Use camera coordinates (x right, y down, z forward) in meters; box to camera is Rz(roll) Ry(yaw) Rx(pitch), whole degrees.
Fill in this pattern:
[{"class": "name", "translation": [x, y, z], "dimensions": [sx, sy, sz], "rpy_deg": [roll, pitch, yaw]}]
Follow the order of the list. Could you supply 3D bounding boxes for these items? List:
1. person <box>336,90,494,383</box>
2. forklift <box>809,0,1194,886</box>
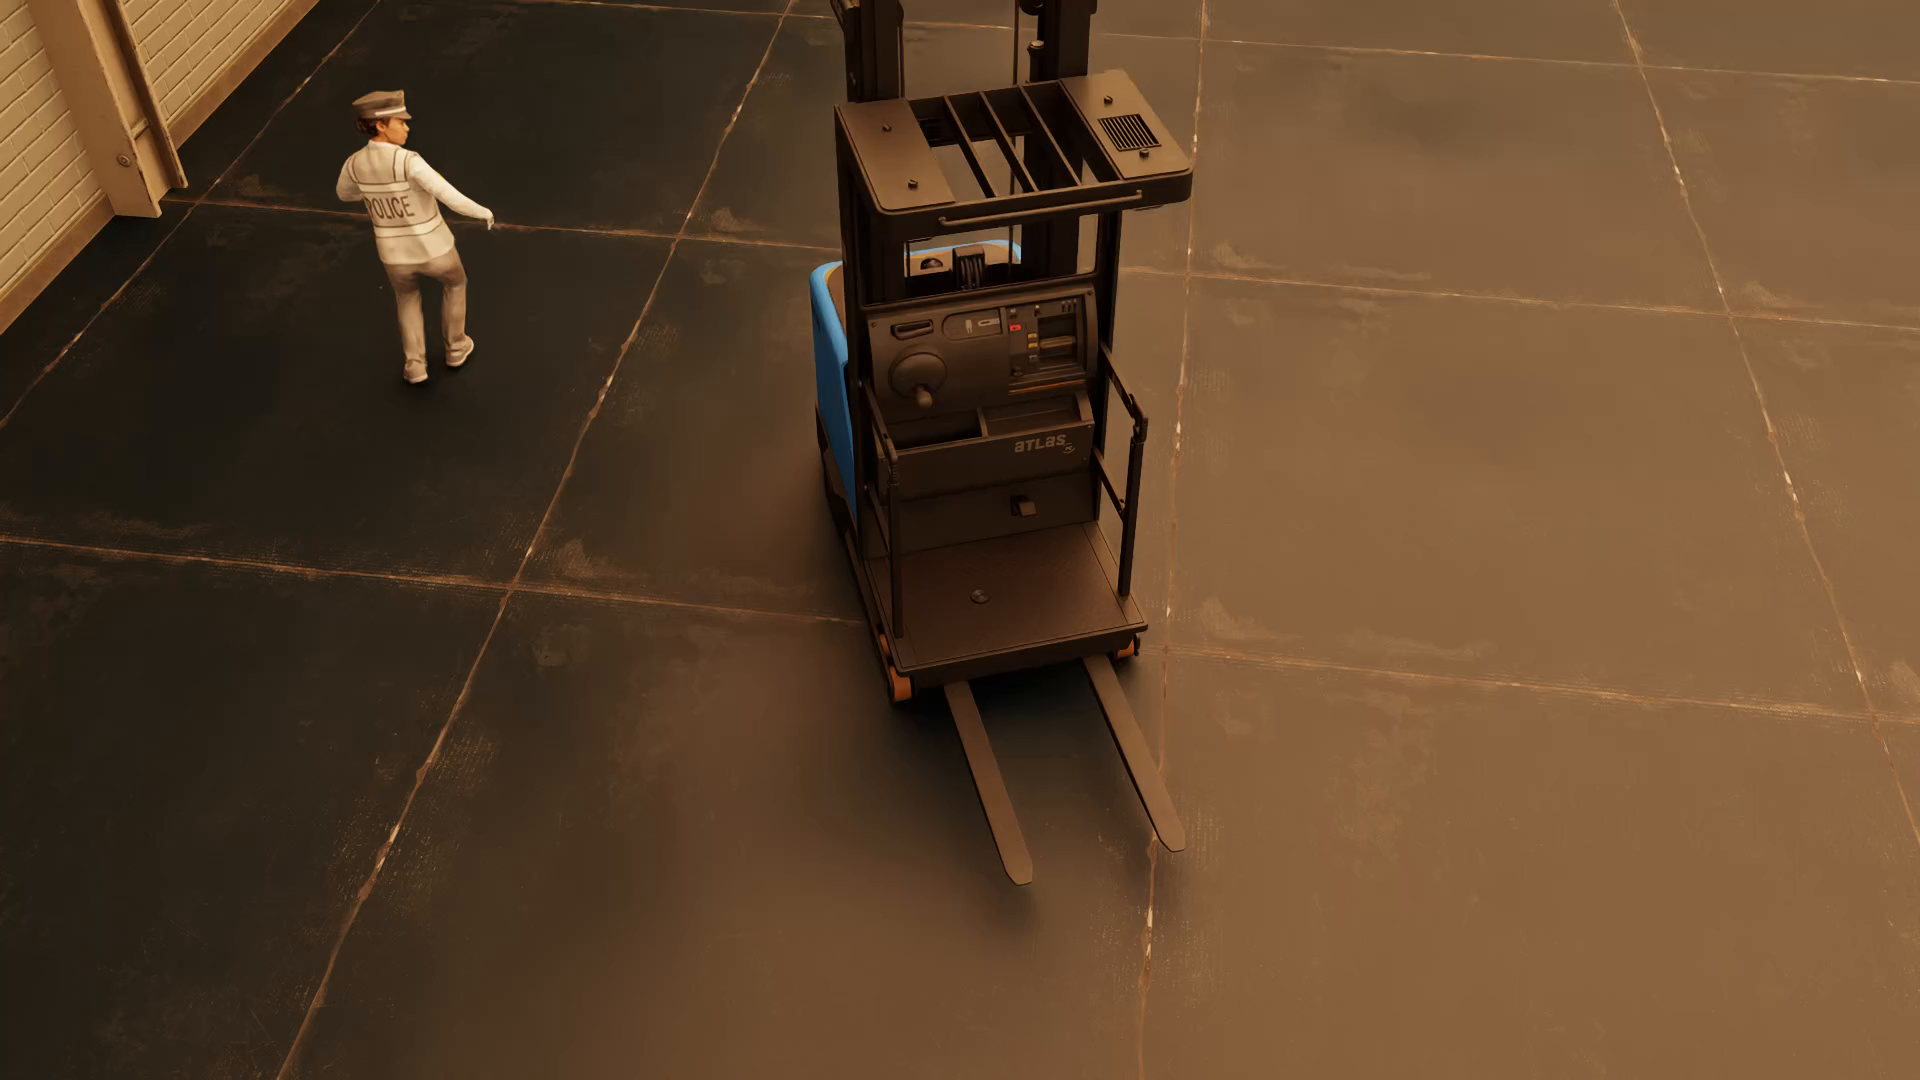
[{"class": "person", "translation": [-2.733, -1.553, 8.412], "dimensions": [0.742, 1.594, 0.672], "rpy_deg": [1, 43, 1]}, {"class": "forklift", "translation": [0.153, -0.681, 6.465], "dimensions": [1.130, 2.935, 3.031], "rpy_deg": [-10, 44, -11]}]
